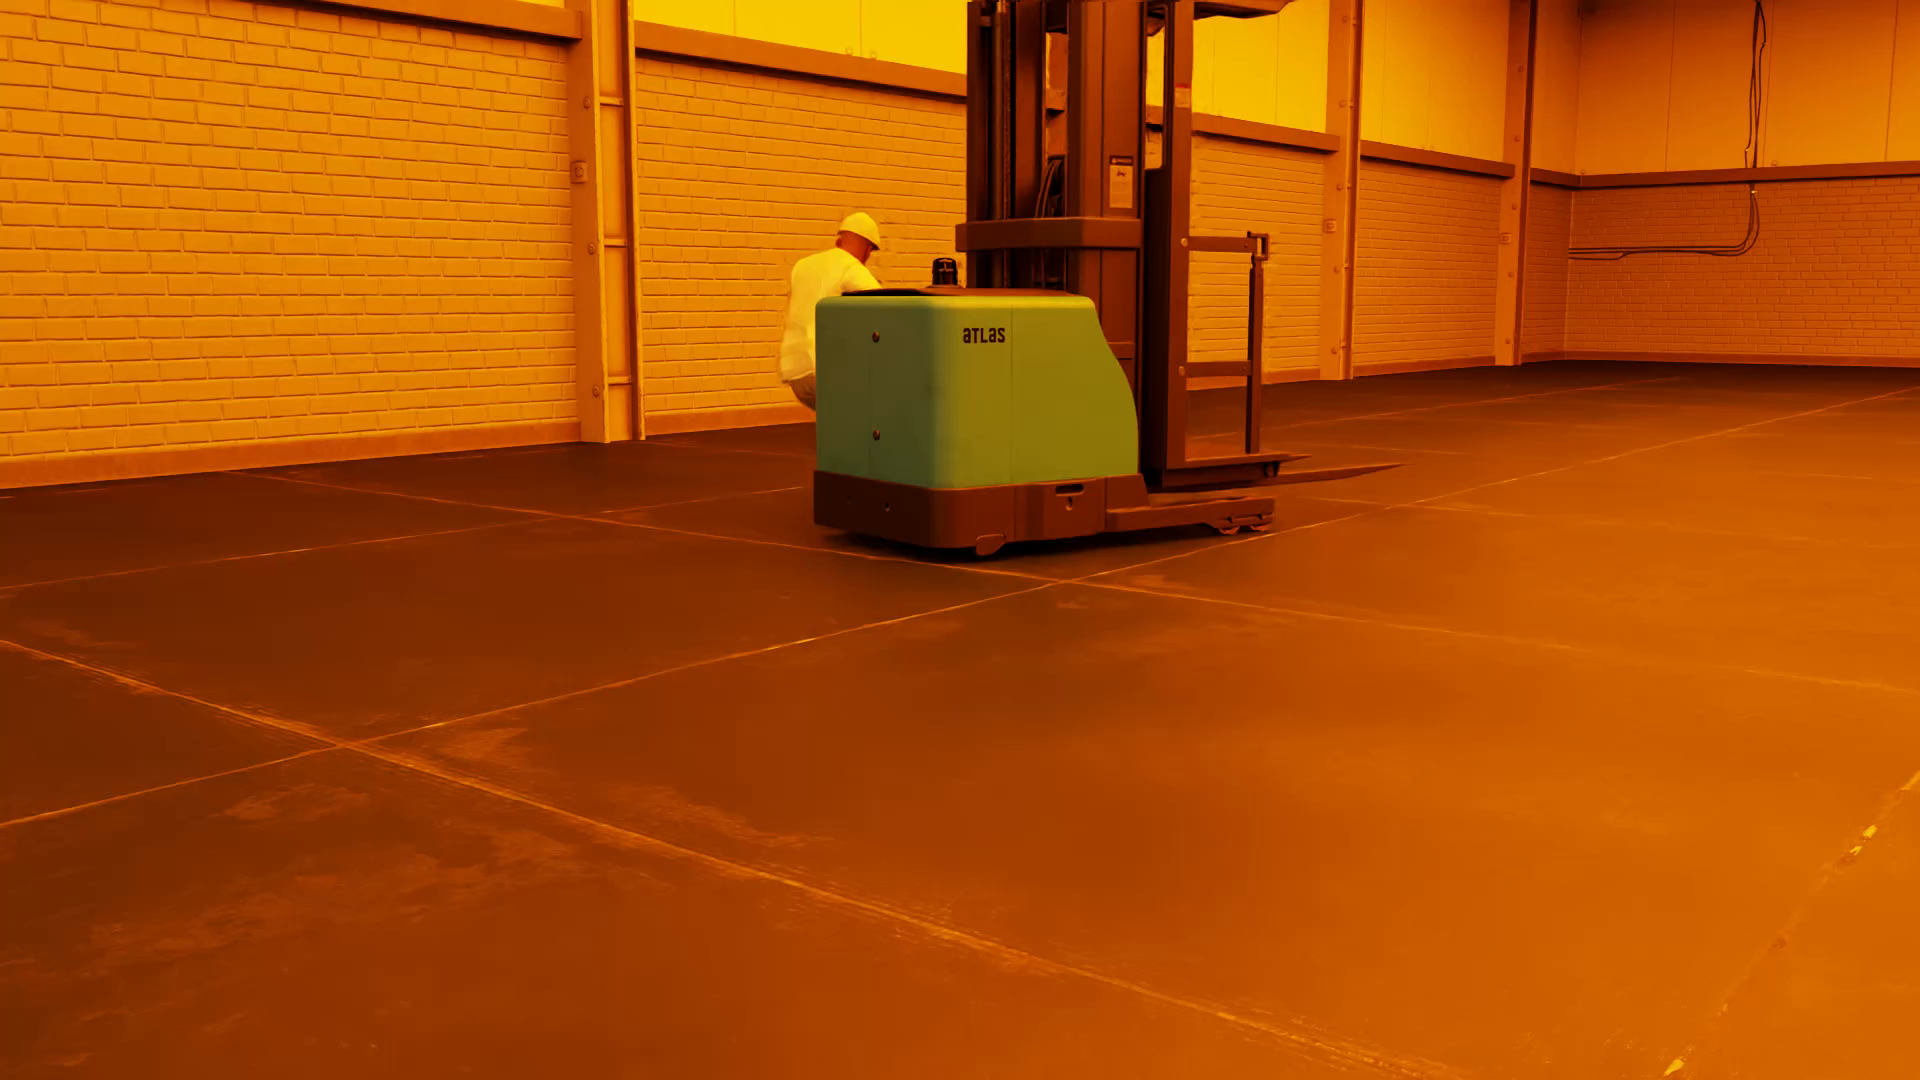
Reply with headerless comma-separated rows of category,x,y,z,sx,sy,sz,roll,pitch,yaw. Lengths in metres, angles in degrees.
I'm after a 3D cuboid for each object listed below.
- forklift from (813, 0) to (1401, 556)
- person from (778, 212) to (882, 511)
forklift,0.839,-1.528,7.721,3.031,2.935,1.130,-6,10,-35
person,-0.441,-0.890,8.329,0.861,1.492,1.458,-8,12,-44
